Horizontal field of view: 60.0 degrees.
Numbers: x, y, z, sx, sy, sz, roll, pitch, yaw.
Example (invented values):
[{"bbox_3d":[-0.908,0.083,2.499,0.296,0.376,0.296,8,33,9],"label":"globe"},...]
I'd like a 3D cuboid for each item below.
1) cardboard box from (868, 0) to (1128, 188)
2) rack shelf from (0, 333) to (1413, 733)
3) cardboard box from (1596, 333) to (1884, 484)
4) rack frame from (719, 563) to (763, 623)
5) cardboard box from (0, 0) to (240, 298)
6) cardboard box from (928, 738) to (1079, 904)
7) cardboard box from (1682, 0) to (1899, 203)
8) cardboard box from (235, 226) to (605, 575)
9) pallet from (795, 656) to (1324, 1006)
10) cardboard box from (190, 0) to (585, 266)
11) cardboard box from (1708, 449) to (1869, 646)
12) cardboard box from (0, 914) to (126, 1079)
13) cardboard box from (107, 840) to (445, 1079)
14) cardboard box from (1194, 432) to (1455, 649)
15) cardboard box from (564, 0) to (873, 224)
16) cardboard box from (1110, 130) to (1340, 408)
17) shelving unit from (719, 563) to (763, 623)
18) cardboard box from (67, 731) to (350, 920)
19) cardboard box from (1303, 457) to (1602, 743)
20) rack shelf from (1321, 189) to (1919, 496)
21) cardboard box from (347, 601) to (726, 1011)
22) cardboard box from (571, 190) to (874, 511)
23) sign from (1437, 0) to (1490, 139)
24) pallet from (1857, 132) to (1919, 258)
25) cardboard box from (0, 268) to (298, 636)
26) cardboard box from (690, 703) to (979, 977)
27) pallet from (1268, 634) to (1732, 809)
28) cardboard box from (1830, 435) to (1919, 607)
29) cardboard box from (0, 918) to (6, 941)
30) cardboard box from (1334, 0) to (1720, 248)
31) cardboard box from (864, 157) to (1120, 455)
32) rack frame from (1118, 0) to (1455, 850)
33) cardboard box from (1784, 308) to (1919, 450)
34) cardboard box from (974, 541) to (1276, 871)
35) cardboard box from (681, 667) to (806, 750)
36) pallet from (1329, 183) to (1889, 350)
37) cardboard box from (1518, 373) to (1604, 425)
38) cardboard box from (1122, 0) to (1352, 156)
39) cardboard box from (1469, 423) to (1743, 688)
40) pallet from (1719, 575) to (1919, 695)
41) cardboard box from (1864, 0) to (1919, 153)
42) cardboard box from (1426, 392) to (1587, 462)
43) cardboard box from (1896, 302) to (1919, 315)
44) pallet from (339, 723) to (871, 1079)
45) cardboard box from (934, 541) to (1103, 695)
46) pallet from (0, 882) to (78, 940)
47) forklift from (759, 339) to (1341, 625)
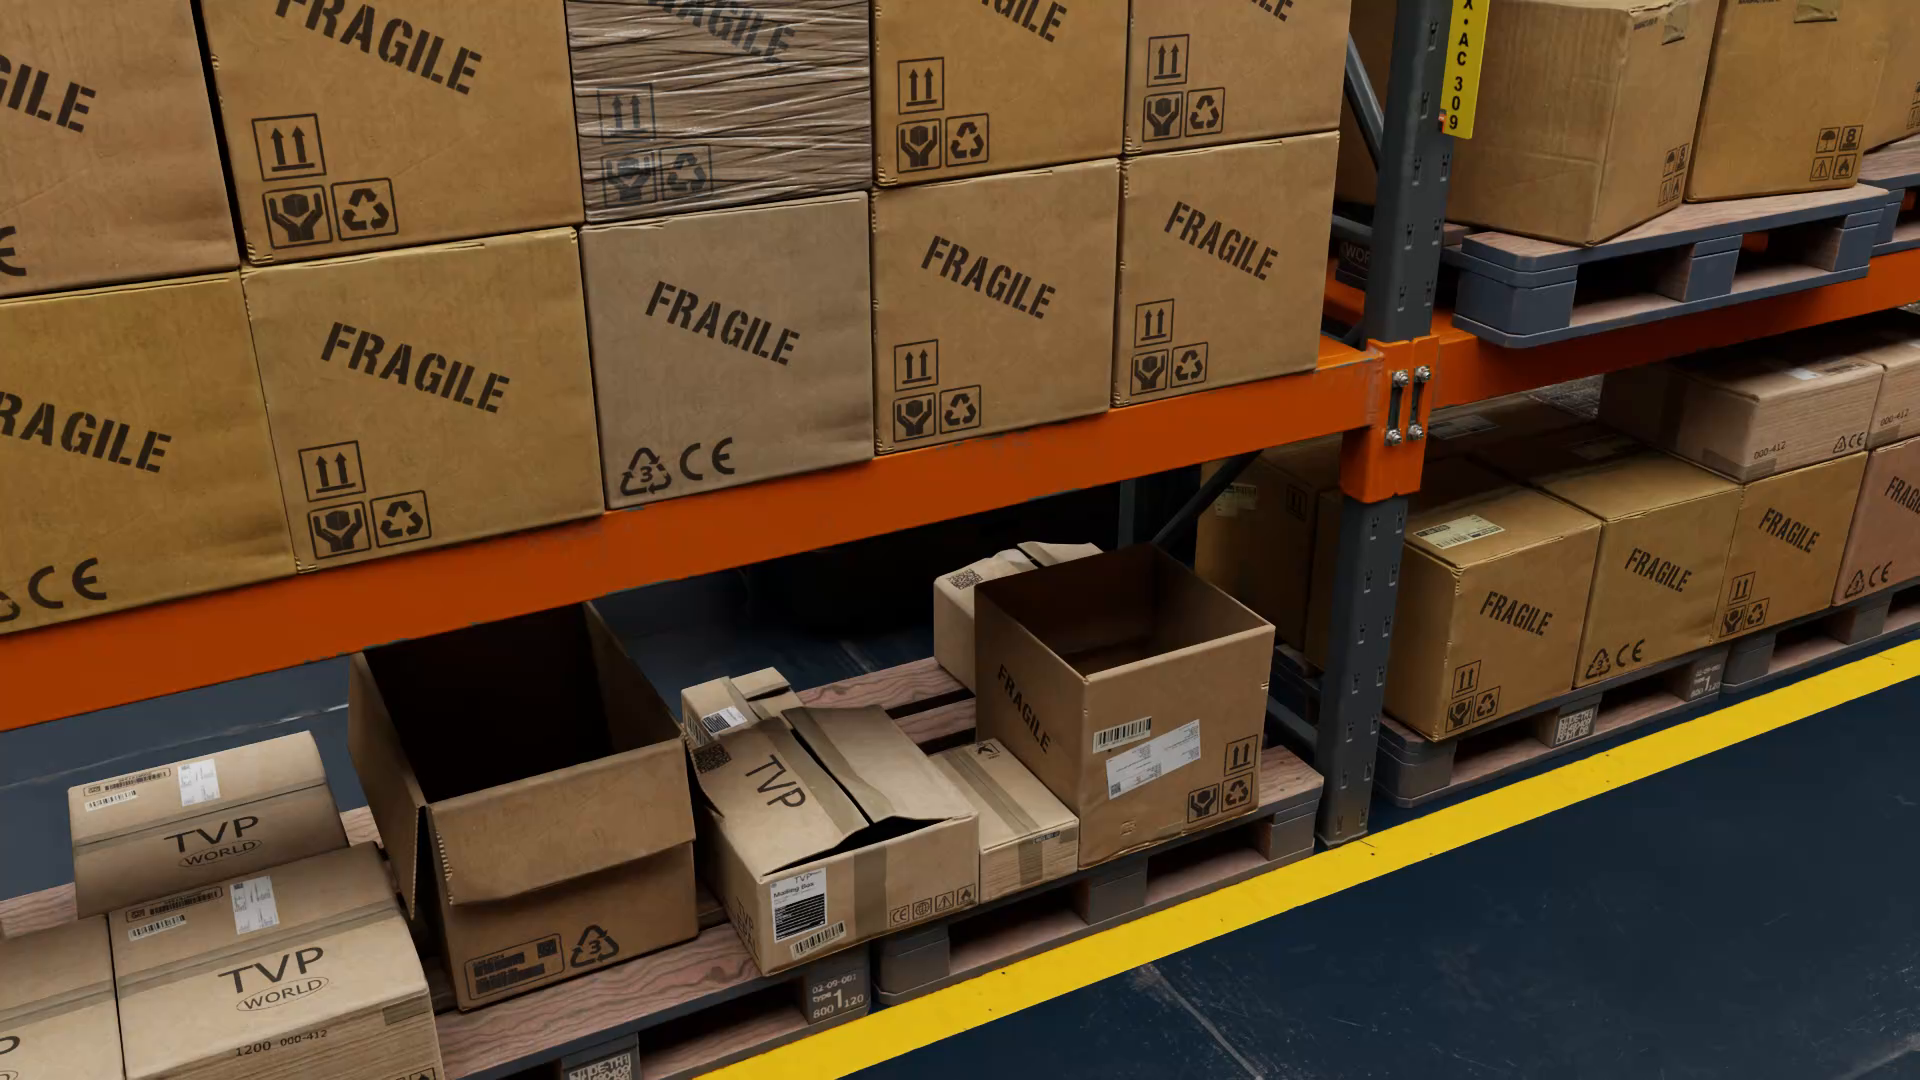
[{"bbox_3d":[-0.038,-0.971,3.037,0.500,0.500,0.500,-14,29,-26],"label":"cardboard box"},{"bbox_3d":[-1.028,-0.051,3.222,4.000,0.370,1.077,-13,29,-25],"label":"rack shelf"},{"bbox_3d":[2.161,-0.401,4.634,0.500,0.250,0.500,-13,29,-25],"label":"cardboard box"},{"bbox_3d":[-0.746,-0.515,5.091,0.032,1.500,0.500,-12,28,-24],"label":"rack frame"},{"bbox_3d":[-1.376,-0.663,2.394,0.500,0.500,0.500,-13,28,-24],"label":"cardboard box"},{"bbox_3d":[0.065,0.628,3.762,0.250,0.149,0.380,-13,29,-25],"label":"cardboard box"},{"bbox_3d":[1.837,-1.192,4.167,0.500,0.500,0.700,-8,27,-17],"label":"cardboard box"},{"bbox_3d":[-0.938,-0.312,2.819,0.500,0.500,0.500,-13,28,-24],"label":"cardboard box"},{"bbox_3d":[0.130,0.614,4.228,1.213,0.211,1.003,-13,29,-25],"label":"pallet"},{"bbox_3d":[-0.928,-0.767,2.611,0.500,0.500,0.500,-13,29,-26],"label":"cardboard box"},{"bbox_3d":[2.188,-0.072,4.813,0.500,0.500,0.500,-13,28,-24],"label":"cardboard box"},{"bbox_3d":[-1.738,0.969,2.935,0.500,0.250,0.500,-13,29,-25],"label":"cardboard box"},{"bbox_3d":[-1.297,0.867,3.147,0.500,0.250,0.500,-13,29,-25],"label":"cardboard box"},{"bbox_3d":[1.037,-0.064,4.798,0.500,0.500,0.500,-13,29,-25],"label":"cardboard box"},{"bbox_3d":[-0.483,-0.869,2.823,0.500,0.500,0.500,-13,28,-25],"label":"cardboard box"},{"bbox_3d":[0.416,-0.628,3.477,0.500,0.500,0.500,-12,28,-24],"label":"cardboard box"},{"bbox_3d":[-1.199,-0.416,4.883,1.048,1.500,0.538,-12,28,-24],"label":"shelving unit"},{"bbox_3d":[-1.577,0.686,3.524,0.500,0.250,0.500,-13,29,-25],"label":"cardboard box"},{"bbox_3d":[1.278,0.140,4.372,0.500,0.500,0.500,-14,29,-27],"label":"cardboard box"},{"bbox_3d":[2.501,-0.866,4.919,4.000,0.370,1.077,-13,29,-25],"label":"rack shelf"},{"bbox_3d":[-0.919,0.529,3.559,0.637,0.503,0.797,-13,29,-25],"label":"cardboard box"},{"bbox_3d":[-0.490,-0.417,3.037,0.500,0.500,0.500,-12,28,-24],"label":"cardboard box"},{"bbox_3d":[0.999,-0.967,3.299,0.005,0.325,0.100,-13,29,-25],"label":"sign"},{"bbox_3d":[2.552,-1.113,4.824,1.213,0.211,1.003,-13,29,-25],"label":"pallet"},{"bbox_3d":[-1.380,-0.211,2.608,0.500,0.500,0.500,-13,29,-25],"label":"cardboard box"},{"bbox_3d":[-0.294,0.608,3.616,0.500,0.311,0.500,-13,29,-25],"label":"cardboard box"},{"bbox_3d":[1.437,0.294,4.893,1.213,0.211,1.003,-13,29,-25],"label":"pallet"},{"bbox_3d":[2.634,-0.174,5.027,0.500,0.500,0.500,-14,29,-27],"label":"cardboard box"},{"bbox_3d":[-2.029,0.858,3.263,0.250,0.166,0.380,-13,29,-25],"label":"cardboard box"},{"bbox_3d":[1.260,-1.028,3.825,0.700,0.500,0.500,22,33,37],"label":"cardboard box"},{"bbox_3d":[-0.038,-0.523,3.257,0.500,0.500,0.500,-12,28,-24],"label":"cardboard box"},{"bbox_3d":[0.737,-0.783,3.915,0.127,3.000,1.000,-13,29,-25],"label":"rack frame"},{"bbox_3d":[2.603,-0.504,4.847,0.500,0.250,0.500,-14,29,-26],"label":"cardboard box"},{"bbox_3d":[0.367,0.370,3.893,0.500,0.500,0.500,-13,29,-25],"label":"cardboard box"},{"bbox_3d":[-0.494,0.479,4.052,0.250,0.166,0.380,-13,29,-25],"label":"cardboard box"},{"bbox_3d":[1.493,-0.817,4.208,1.213,0.211,1.003,-13,29,-25],"label":"pallet"},{"bbox_3d":[1.920,-0.264,5.213,0.500,0.500,0.500,-13,28,-24],"label":"cardboard box"},{"bbox_3d":[0.412,-1.077,3.256,0.500,0.500,0.500,-13,28,-25],"label":"cardboard box"},{"bbox_3d":[1.744,0.027,4.607,0.500,0.500,0.500,-13,28,-24],"label":"cardboard box"},{"bbox_3d":[2.514,0.044,5.415,1.213,0.211,1.003,-13,29,-25],"label":"pallet"},{"bbox_3d":[2.267,-1.401,4.601,0.500,0.500,0.700,-22,33,-38],"label":"cardboard box"},{"bbox_3d":[1.477,-0.162,5.001,0.500,0.500,0.500,-13,29,-25],"label":"cardboard box"},{"bbox_3d":[3.271,-0.577,5.865,0.500,0.500,0.500,-14,29,-27],"label":"cardboard box"},{"bbox_3d":[-0.948,0.864,3.707,1.213,0.211,1.003,-13,29,-25],"label":"pallet"},{"bbox_3d":[0.264,0.234,4.395,0.500,0.311,0.500,-13,29,-25],"label":"cardboard box"},{"bbox_3d":[-2.023,1.111,3.193,1.213,0.211,1.003,-13,29,-25],"label":"pallet"},{"bbox_3d":[0.590,-1.518,5.524,3.031,2.935,1.130,-15,29,-28],"label":"forklift"}]
